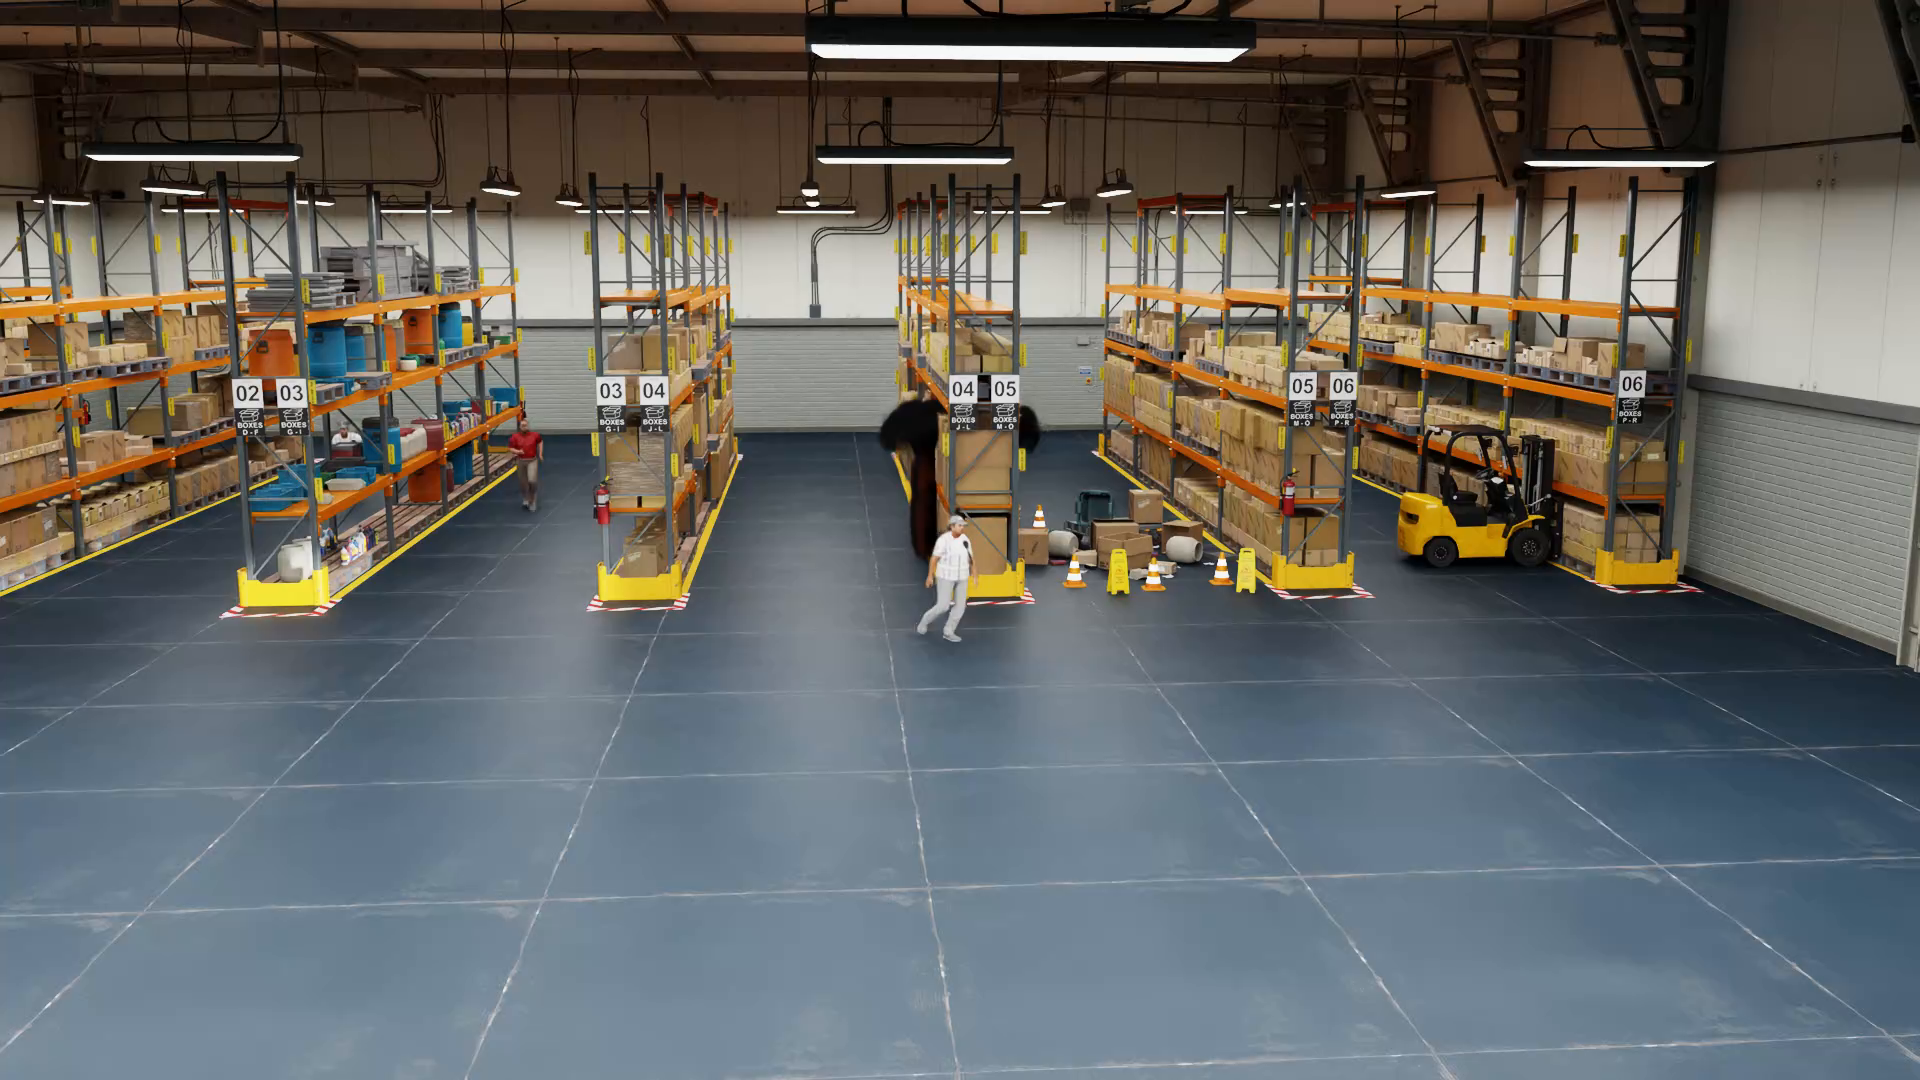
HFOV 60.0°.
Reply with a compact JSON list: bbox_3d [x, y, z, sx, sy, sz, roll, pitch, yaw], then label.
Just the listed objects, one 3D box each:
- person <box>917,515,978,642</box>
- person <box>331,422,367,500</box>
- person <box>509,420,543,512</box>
[{"bbox_3d":[-0.171,0.491,21.241,0.726,1.631,0.534,-5,11,-26],"label":"person"},{"bbox_3d":[-11.972,-1.520,32.578,0.656,1.651,0.788,-3,10,-15],"label":"person"},{"bbox_3d":[-8.295,-1.413,31.815,0.618,1.790,0.856,-2,10,-10],"label":"person"}]
